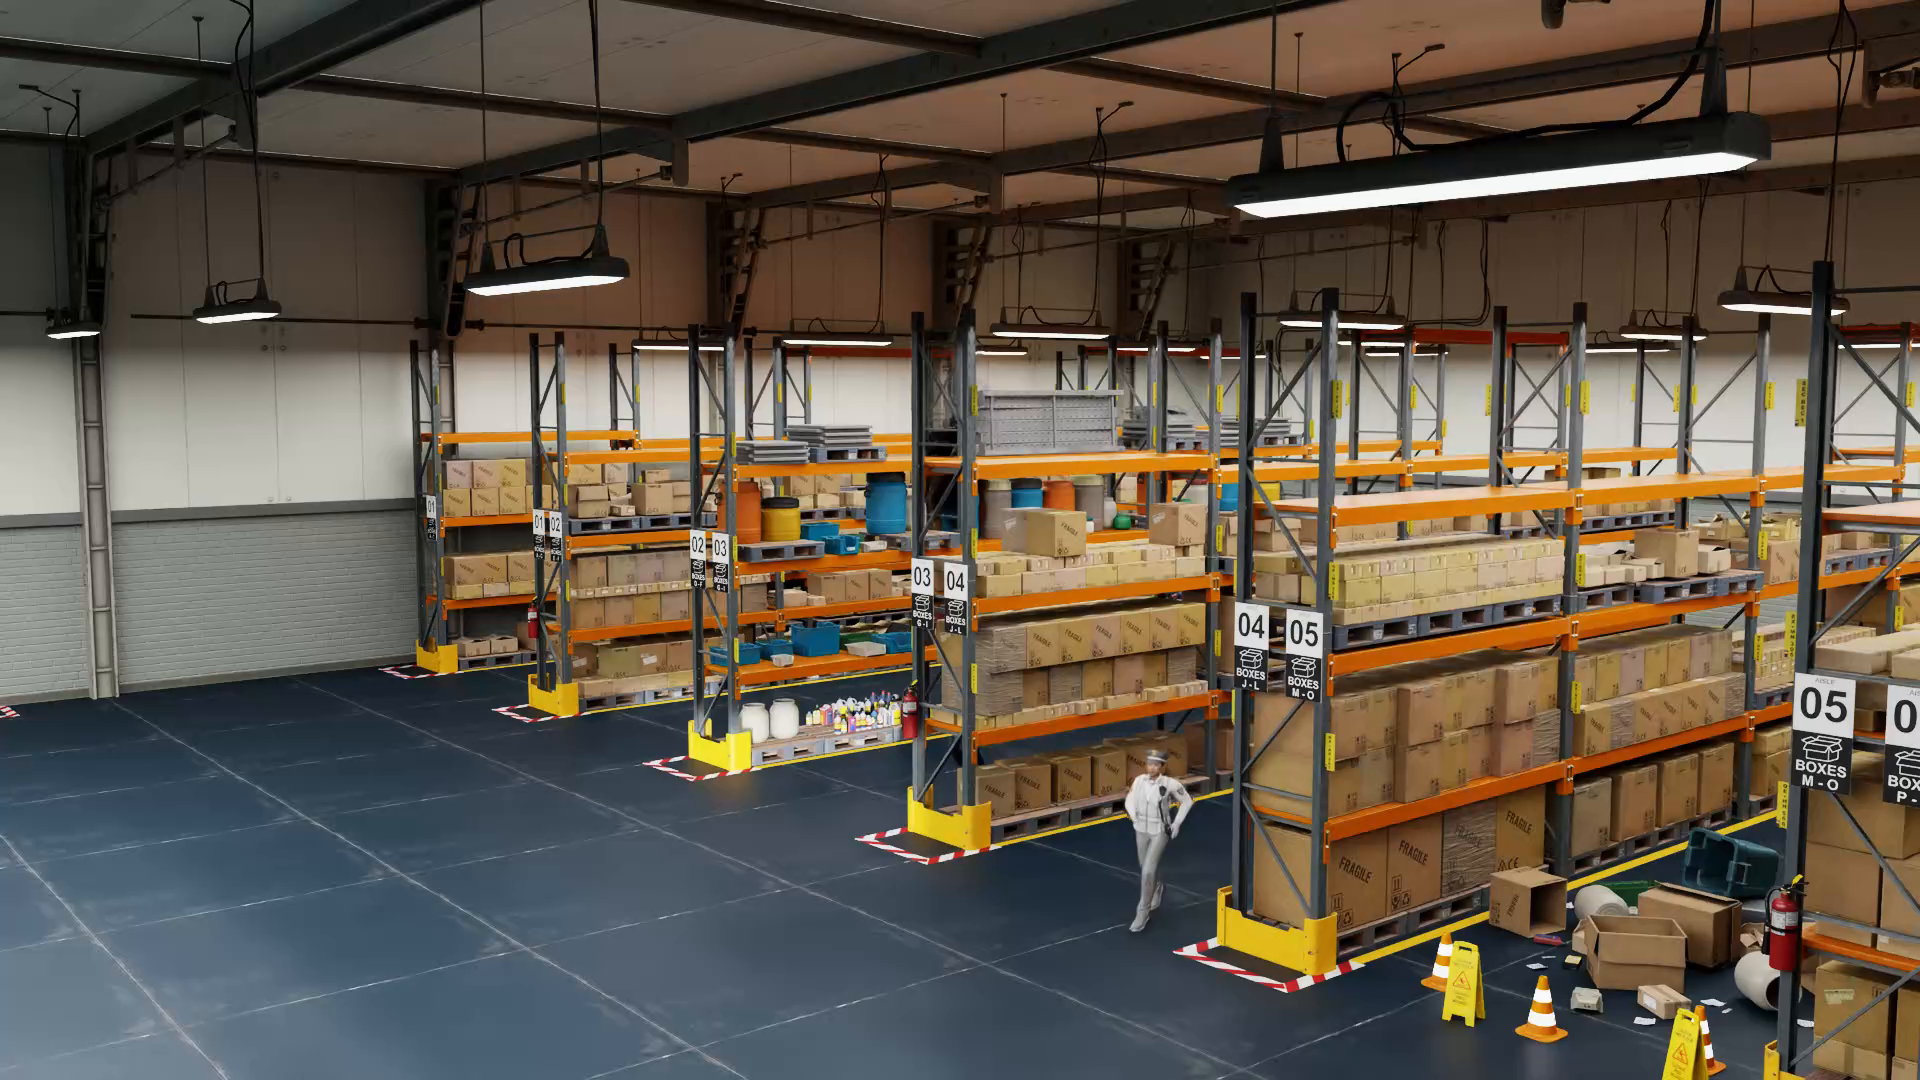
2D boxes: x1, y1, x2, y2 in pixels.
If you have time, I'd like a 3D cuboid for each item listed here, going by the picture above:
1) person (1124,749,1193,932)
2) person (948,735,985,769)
[{"bbox_3d":[1.885,2.839,16.052,0.634,1.714,0.825,3,6,33],"label":"person"},{"bbox_3d":[0.096,2.367,21.122,0.506,1.586,0.656,5,7,41],"label":"person"}]
